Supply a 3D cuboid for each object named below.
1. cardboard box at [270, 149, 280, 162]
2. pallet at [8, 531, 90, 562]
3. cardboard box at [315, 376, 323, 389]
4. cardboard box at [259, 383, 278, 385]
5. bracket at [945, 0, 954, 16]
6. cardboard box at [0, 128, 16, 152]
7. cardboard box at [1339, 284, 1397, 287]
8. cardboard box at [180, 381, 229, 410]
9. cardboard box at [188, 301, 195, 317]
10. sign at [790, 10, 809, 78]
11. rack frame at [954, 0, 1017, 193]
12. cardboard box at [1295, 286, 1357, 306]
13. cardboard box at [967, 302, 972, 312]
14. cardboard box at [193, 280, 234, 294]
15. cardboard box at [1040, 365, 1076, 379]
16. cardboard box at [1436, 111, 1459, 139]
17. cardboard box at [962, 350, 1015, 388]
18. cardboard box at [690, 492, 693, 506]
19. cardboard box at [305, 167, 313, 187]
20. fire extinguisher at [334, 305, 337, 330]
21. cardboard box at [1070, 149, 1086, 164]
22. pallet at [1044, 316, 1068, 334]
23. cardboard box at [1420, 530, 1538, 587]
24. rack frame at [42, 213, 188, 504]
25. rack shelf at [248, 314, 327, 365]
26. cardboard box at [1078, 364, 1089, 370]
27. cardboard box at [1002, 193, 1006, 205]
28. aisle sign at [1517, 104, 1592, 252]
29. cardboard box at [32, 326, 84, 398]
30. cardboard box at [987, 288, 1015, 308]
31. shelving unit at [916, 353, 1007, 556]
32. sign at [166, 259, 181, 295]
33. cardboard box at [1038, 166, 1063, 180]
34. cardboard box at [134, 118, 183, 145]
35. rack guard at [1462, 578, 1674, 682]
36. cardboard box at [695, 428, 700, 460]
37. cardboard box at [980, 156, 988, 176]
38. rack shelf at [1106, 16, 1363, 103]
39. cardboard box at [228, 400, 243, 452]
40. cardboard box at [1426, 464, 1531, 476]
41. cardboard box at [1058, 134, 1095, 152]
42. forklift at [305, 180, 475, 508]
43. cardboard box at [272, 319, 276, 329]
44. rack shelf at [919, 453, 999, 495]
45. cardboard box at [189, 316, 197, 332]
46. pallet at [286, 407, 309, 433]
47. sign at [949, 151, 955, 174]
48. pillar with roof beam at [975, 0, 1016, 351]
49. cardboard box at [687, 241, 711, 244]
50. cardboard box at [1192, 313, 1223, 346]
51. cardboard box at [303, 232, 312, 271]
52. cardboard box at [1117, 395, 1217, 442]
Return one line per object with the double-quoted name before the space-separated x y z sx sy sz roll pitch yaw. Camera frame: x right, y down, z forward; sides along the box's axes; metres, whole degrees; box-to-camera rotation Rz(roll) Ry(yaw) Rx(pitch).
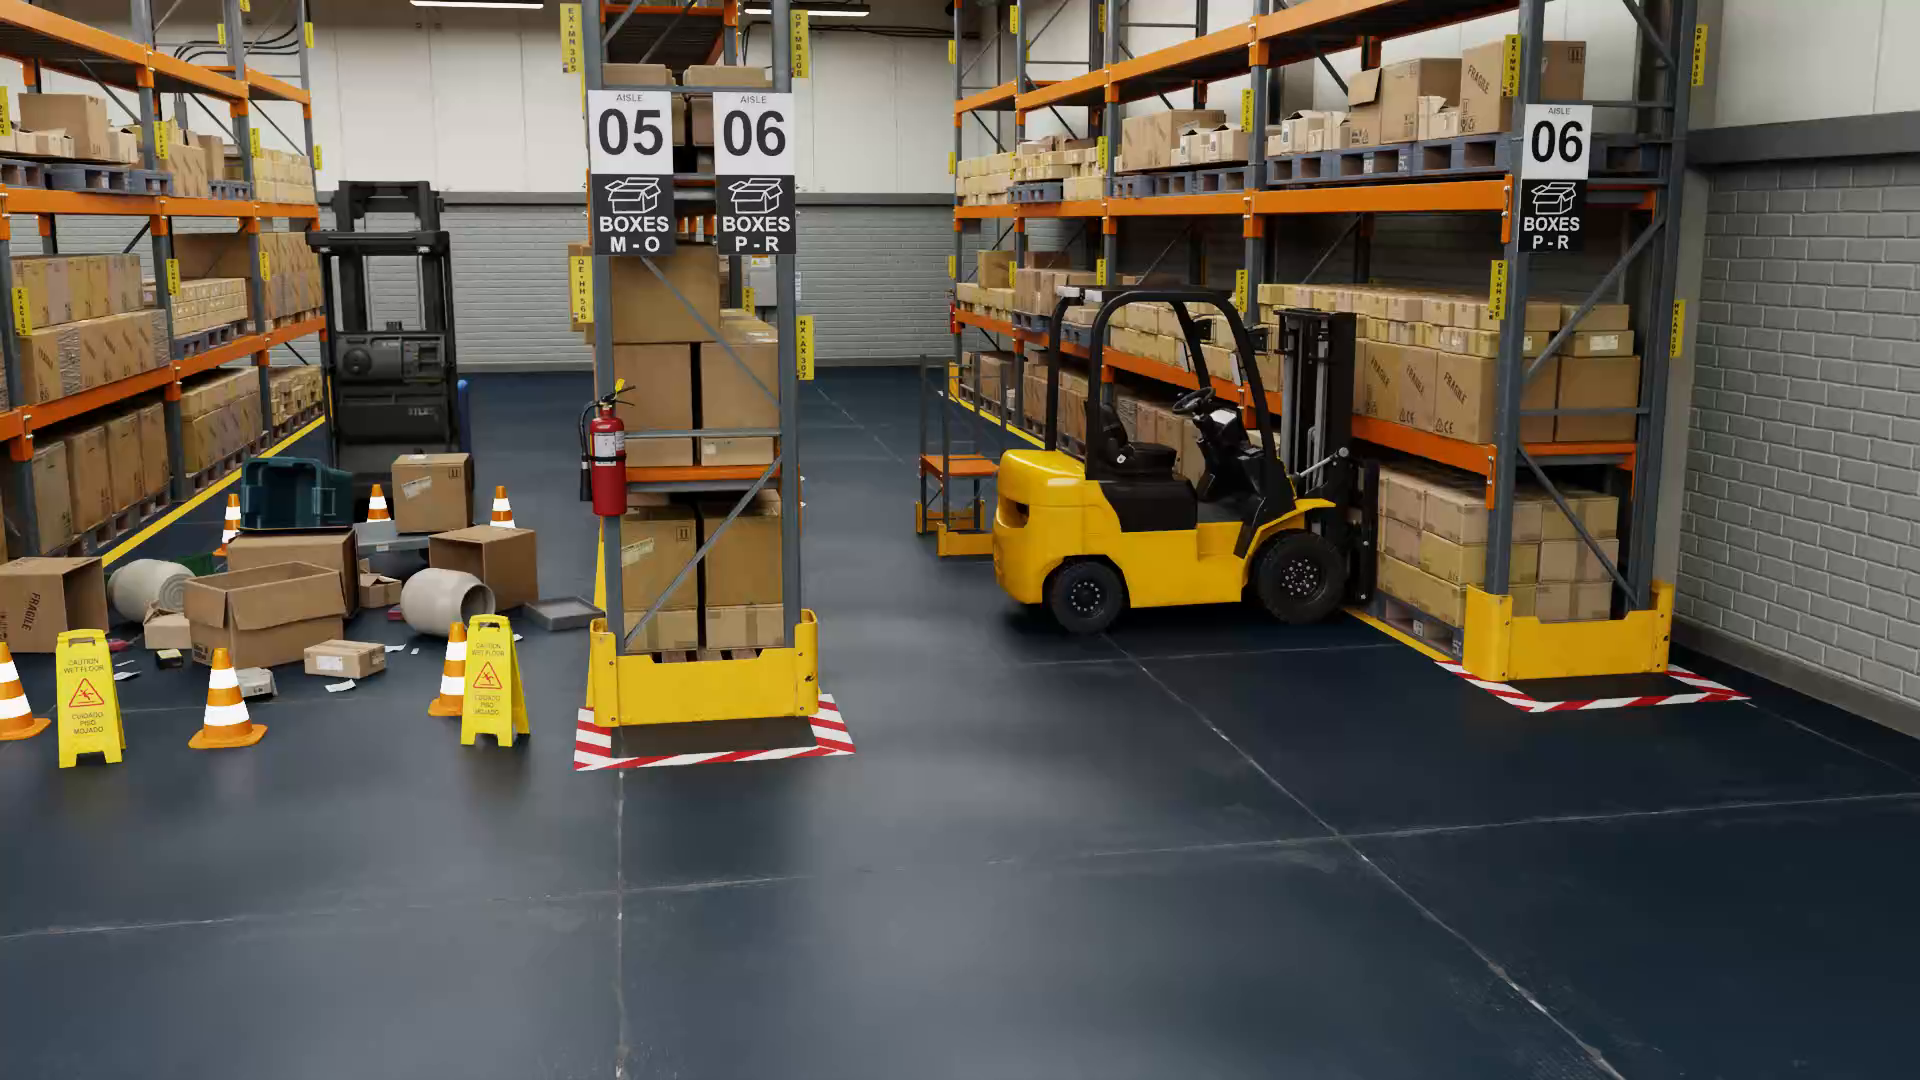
"cardboard box" -8.533 -4.690 20.292 0.380 0.149 0.250 -2 11 -8
"pallet" -7.173 0.154 12.321 1.003 0.211 1.213 -2 11 -11
"cardboard box" -8.901 -2.143 22.640 0.380 0.149 0.250 -2 11 -13
"cardboard box" -8.462 -1.810 20.095 0.380 0.149 0.250 -2 11 -12
"bracket" -0.109 -9.398 29.379 0.235 0.232 0.430 -2 11 -11
"cardboard box" -6.822 -2.860 11.645 0.258 0.266 0.396 -2 11 -12
"cardboard box" 3.121 -1.875 12.729 0.380 0.149 0.250 -2 11 -13
"cardboard box" -7.806 -1.477 16.989 0.500 0.250 0.500 -2 11 -11
"cardboard box" -7.784 -2.280 16.407 0.380 0.149 0.250 -2 11 -11
"sign" -0.803 -2.464 8.262 0.100 0.325 0.005 -2 11 -11
"rack frame" 0.421 -6.605 24.329 1.000 3.000 0.127 -2 11 -11
"cardboard box" 2.724 -1.810 12.386 0.380 0.149 0.250 -2 11 -12
"cardboard box" 0.310 -3.419 24.308 0.380 0.149 0.250 -2 11 -10
"cardboard box" -8.134 -2.756 18.111 0.380 0.149 0.250 -2 11 -13
"cardboard box" 1.198 -2.051 20.276 0.380 0.149 0.250 -3 11 -14
"cardboard box" 3.074 -2.469 9.907 0.380 0.149 0.250 -2 11 -13
"cardboard box" 0.447 -2.522 24.477 0.797 0.503 0.637 -3 11 -13
"cardboard box" -1.534 -0.214 11.022 0.500 0.500 0.500 -2 11 -8
"cardboard box" -8.944 -4.848 22.186 0.500 0.250 0.500 -2 11 -13
"fire extinguisher" -8.879 -3.119 23.268 0.296 0.674 0.183 -2 11 -11
"cardboard box" 1.419 -4.176 18.132 0.380 0.149 0.250 -2 11 -12
"pallet" 1.594 -2.452 19.072 1.003 0.211 1.213 -2 11 -11
"cardboard box" 3.131 0.098 10.053 0.500 0.250 0.500 -2 11 -12
"rack frame" -7.727 -1.810 15.186 1.000 3.000 0.127 -2 11 -11
"rack shelf" -8.894 -2.557 21.035 1.077 0.370 4.000 -2 11 -11
"cardboard box" 1.665 -2.071 20.385 0.380 0.149 0.250 -2 11 -10
"cardboard box" 0.751 -4.424 21.566 0.380 0.149 0.250 -2 11 -9
"aisle sign" 3.257 -1.977 9.110 0.394 0.787 0.004 -2 11 -11
"cardboard box" -6.887 -1.325 12.367 0.500 0.500 0.500 -2 11 -11
"cardboard box" 0.664 -3.264 22.429 0.500 0.250 0.500 -2 11 -11
"shelving unit" 0.015 -0.723 13.483 0.587 1.500 1.083 -2 11 -11
"sign" -7.183 -2.400 15.187 0.100 0.325 0.005 -2 11 -11
"cardboard box" 1.108 -4.226 19.136 0.380 0.149 0.250 -2 11 -10
"cardboard box" -7.724 -3.933 16.002 0.396 0.266 0.258 -2 11 -11
"rack guard" 3.537 0.509 9.683 1.175 0.500 0.348 -2 11 -11
"cardboard box" -1.262 -0.534 9.151 0.380 0.149 0.250 -2 11 -10
"cardboard box" 0.561 -5.080 22.609 0.500 0.250 0.500 -2 11 -9
"rack shelf" 2.366 -4.221 14.798 1.077 0.370 4.000 -2 11 -11
"cardboard box" -7.919 -1.207 17.580 0.500 0.500 0.500 -2 11 -12
"cardboard box" 3.437 -0.348 11.061 0.500 0.250 0.500 -2 11 -11
"cardboard box" 1.409 -4.778 20.133 0.396 0.266 0.258 -2 11 -11
"forklift" -5.024 -1.665 14.605 1.130 2.935 3.031 -2 11 -10
"cardboard box" -8.513 -2.626 20.144 0.380 0.149 0.250 -3 11 -14
"rack shelf" 0.017 -0.544 13.508 0.538 0.185 1.000 -2 11 -11
"cardboard box" -7.775 -2.131 16.418 0.380 0.149 0.250 -2 11 -8
"pallet" -8.911 -1.520 21.120 1.003 0.211 1.213 -2 11 -11
"sign" -0.111 -5.541 24.424 0.100 0.325 0.005 -2 11 -11
"pillar with roof beam" -3.442 -6.975 26.277 9.100 9.000 0.548 -2 11 -11
"cardboard box" -1.901 -1.593 10.308 0.700 0.500 0.500 -2 11 -11
"cardboard box" 2.301 -1.803 14.213 0.500 0.250 0.500 -2 11 -12
"cardboard box" -8.852 -3.796 21.883 0.500 0.500 0.500 -3 11 -13
"cardboard box" 2.085 -1.115 16.760 0.875 0.625 0.625 -2 11 -9
